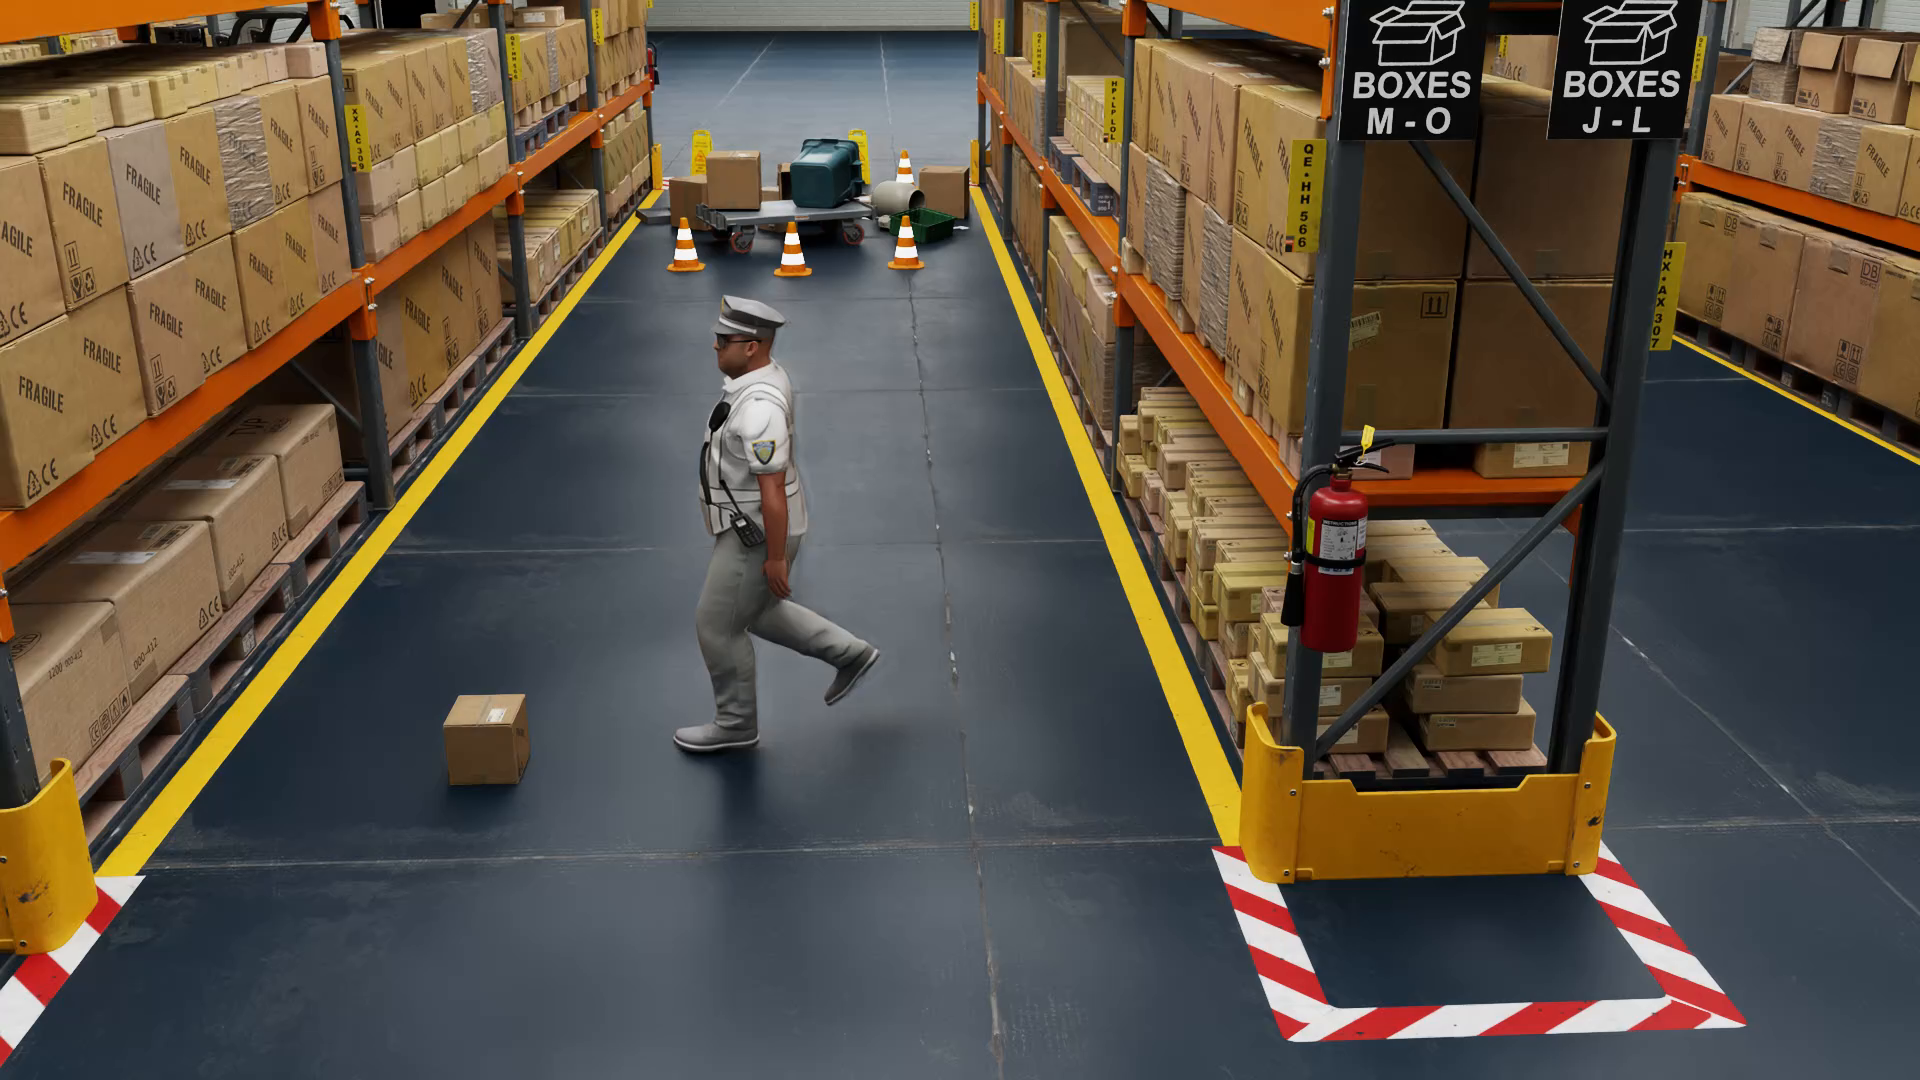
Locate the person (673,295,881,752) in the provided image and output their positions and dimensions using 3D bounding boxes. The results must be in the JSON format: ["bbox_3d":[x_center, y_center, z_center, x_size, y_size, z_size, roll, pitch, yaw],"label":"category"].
[{"bbox_3d":[-0.703,-0.055,6.171,0.805,1.740,0.538,-1,20,-3],"label":"person"}]
